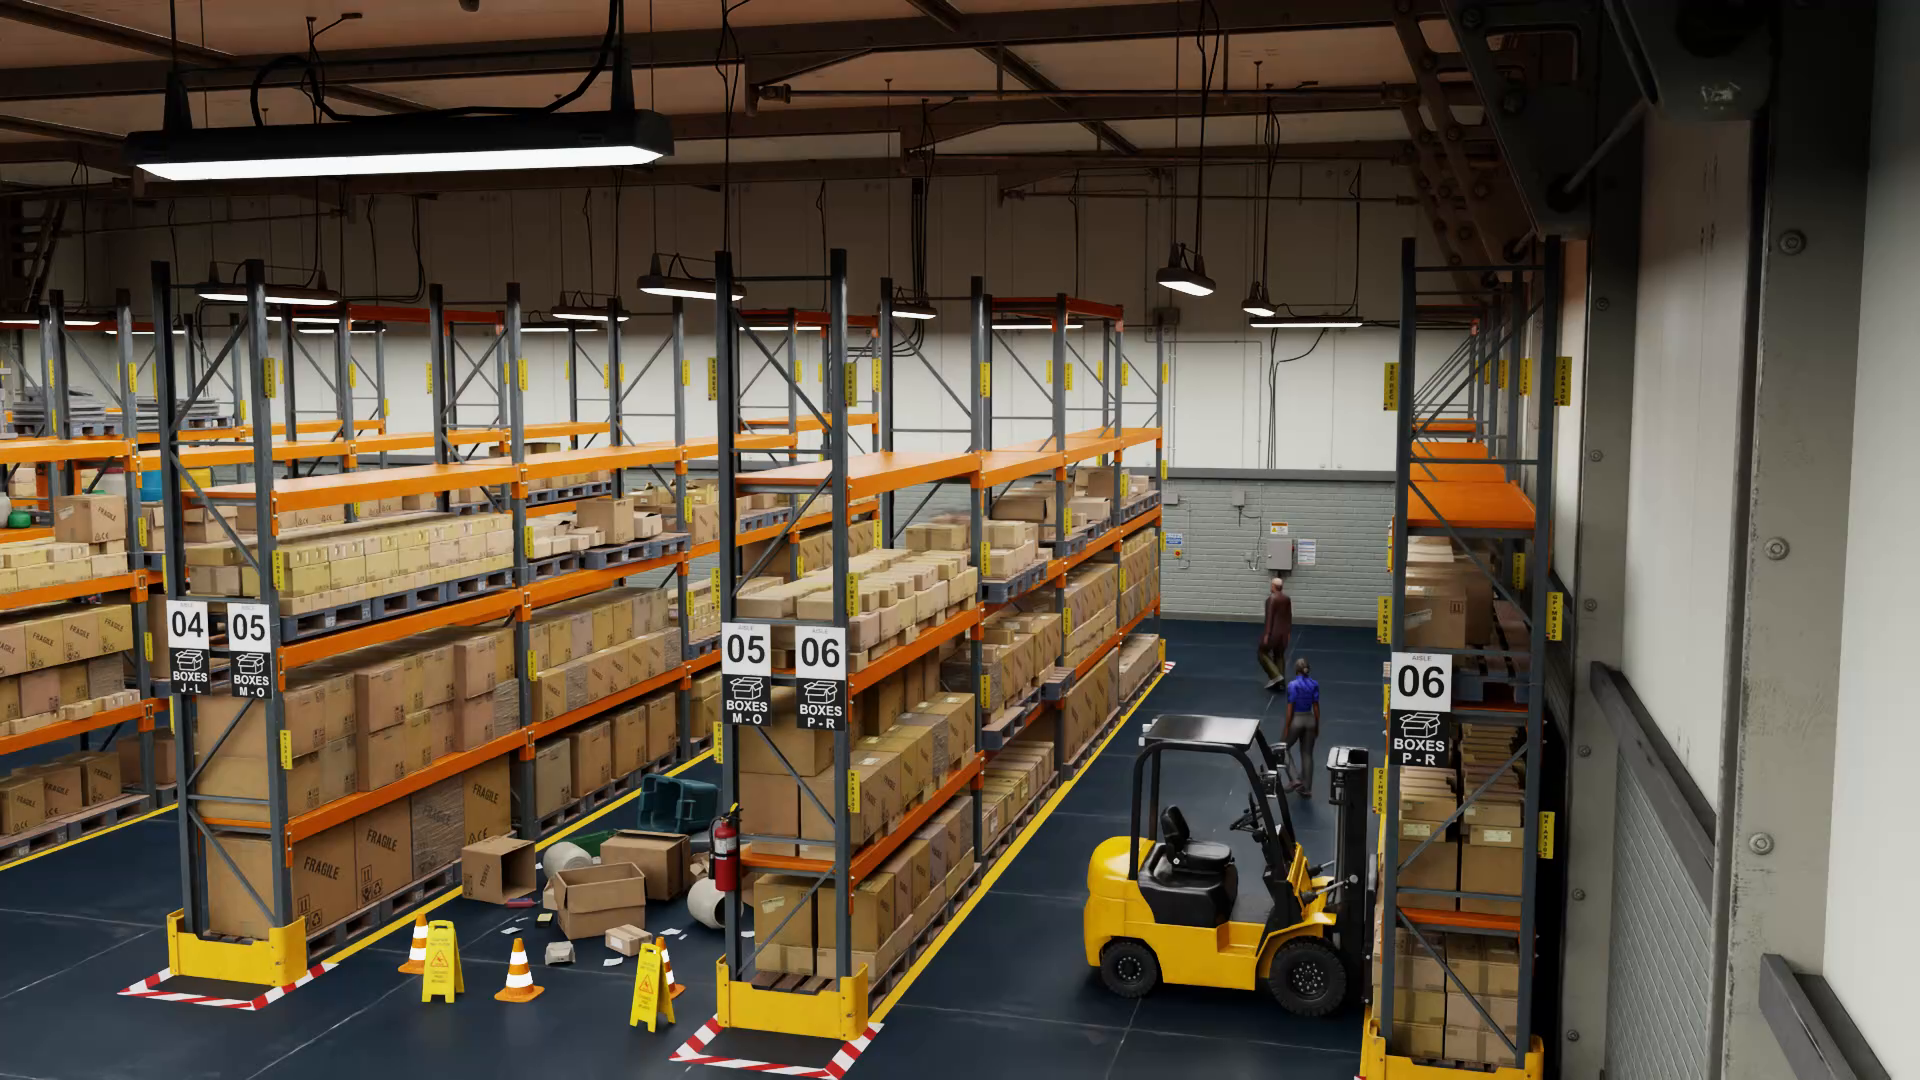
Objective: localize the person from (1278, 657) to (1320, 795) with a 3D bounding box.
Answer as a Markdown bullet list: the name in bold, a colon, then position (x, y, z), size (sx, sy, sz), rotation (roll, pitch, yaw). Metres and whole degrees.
- **person**: position (4.093, 2.237, 19.962), size (0.503, 1.651, 0.427), rotation (-2, 6, -20)

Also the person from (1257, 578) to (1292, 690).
- **person**: position (5.041, 1.490, 26.386), size (0.638, 1.779, 0.540), rotation (-5, 8, -38)
